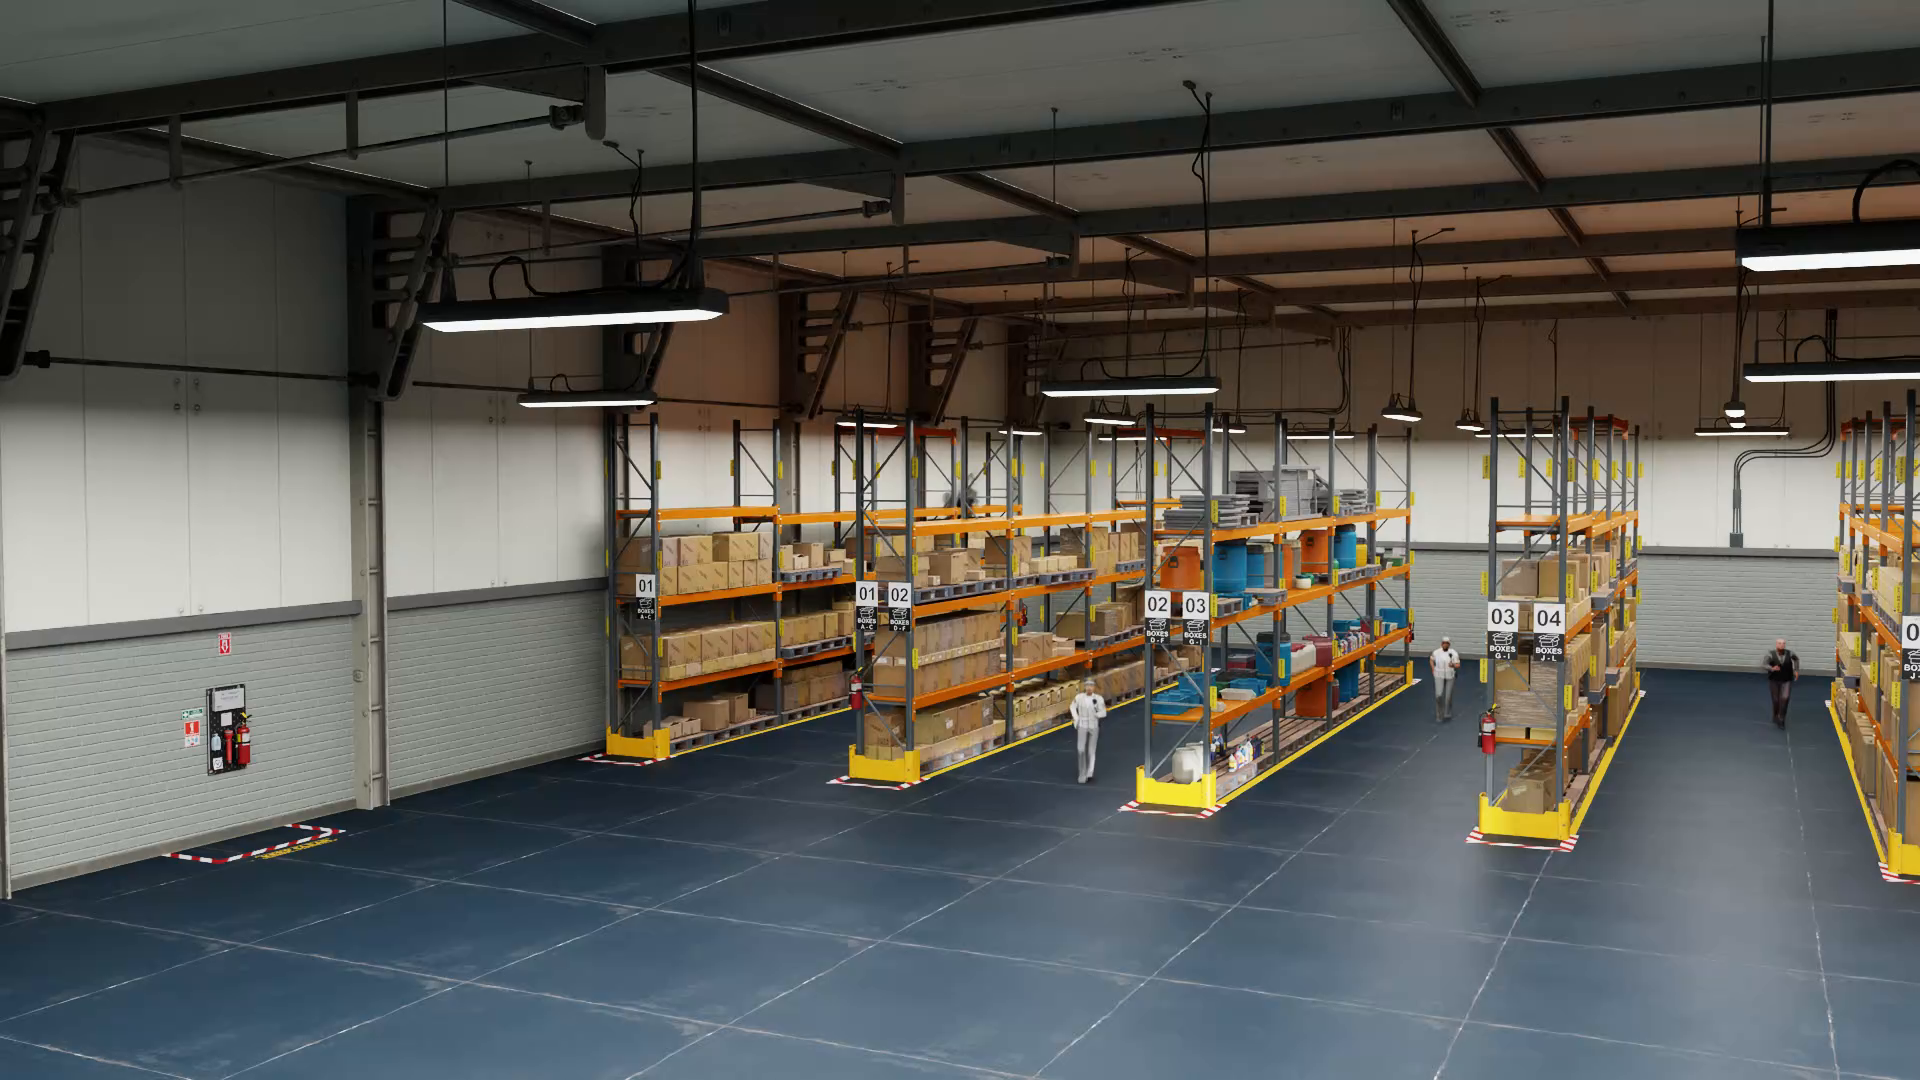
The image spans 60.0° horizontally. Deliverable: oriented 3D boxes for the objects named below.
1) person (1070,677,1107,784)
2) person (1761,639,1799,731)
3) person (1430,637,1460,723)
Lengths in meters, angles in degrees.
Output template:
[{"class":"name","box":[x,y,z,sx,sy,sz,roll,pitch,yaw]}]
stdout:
[{"class":"person","box":[2.053,3.048,26.633,0.588,1.727,0.705,0,2,5]},{"class":"person","box":[15.950,2.788,32.353,0.677,1.764,0.936,1,3,20]},{"class":"person","box":[9.660,2.791,33.126,0.587,1.729,0.691,1,2,16]}]
